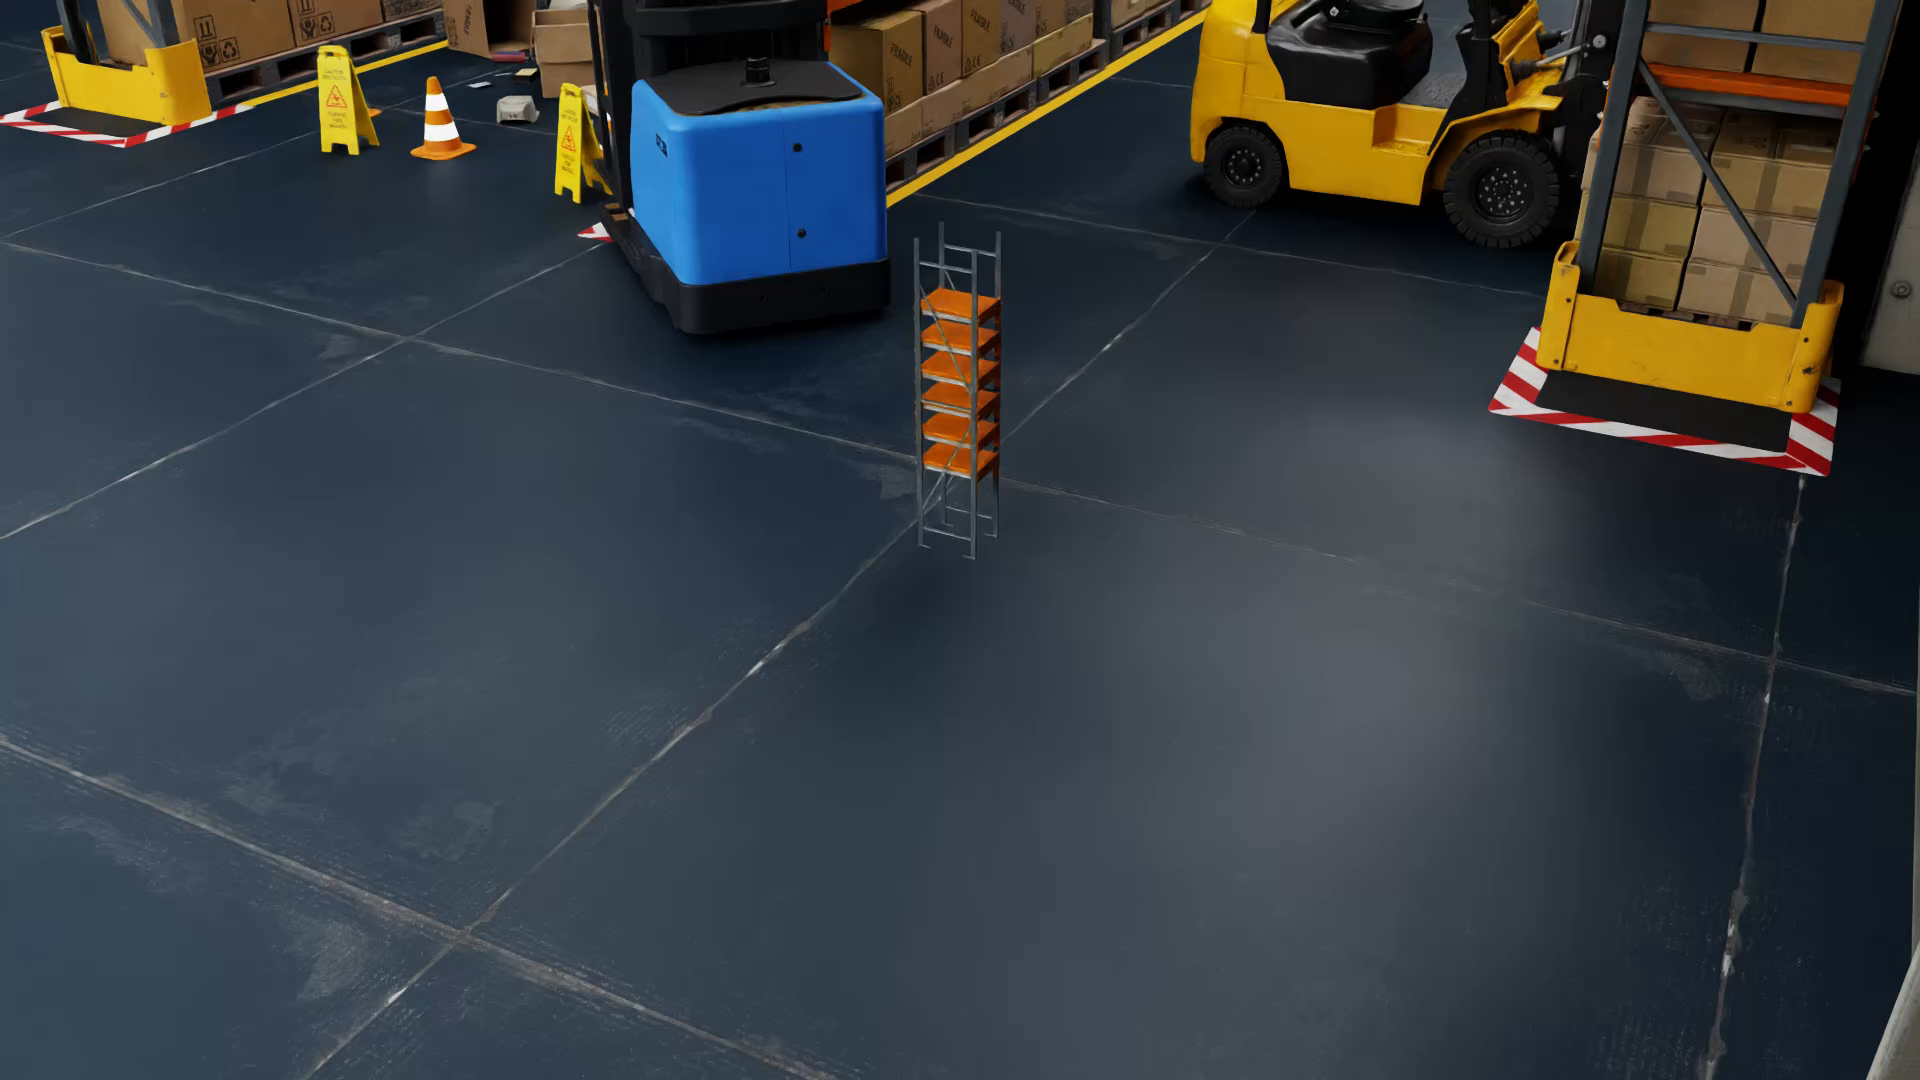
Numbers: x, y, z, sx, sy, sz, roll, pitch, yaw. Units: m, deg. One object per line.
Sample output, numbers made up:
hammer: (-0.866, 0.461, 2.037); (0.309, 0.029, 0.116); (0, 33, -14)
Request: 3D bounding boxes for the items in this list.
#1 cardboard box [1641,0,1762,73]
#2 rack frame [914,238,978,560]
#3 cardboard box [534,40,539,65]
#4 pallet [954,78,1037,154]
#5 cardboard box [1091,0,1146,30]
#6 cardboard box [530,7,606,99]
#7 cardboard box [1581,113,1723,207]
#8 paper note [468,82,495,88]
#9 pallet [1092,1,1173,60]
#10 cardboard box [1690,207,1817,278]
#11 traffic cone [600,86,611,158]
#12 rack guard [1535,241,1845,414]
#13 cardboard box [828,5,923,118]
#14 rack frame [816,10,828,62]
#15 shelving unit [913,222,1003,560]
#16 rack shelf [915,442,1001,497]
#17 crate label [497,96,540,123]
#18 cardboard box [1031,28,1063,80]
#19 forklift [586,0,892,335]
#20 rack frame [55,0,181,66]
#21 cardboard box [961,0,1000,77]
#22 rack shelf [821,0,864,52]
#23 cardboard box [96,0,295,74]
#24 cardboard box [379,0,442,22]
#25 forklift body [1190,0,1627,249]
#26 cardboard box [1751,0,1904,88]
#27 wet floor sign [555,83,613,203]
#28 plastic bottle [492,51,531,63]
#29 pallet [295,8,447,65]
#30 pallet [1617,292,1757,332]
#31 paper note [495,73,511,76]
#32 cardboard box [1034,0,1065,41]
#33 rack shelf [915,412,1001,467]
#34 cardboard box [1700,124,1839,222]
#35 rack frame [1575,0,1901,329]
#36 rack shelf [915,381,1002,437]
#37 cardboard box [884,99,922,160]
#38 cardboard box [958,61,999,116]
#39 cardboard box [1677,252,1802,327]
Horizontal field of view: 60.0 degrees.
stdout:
cardboard box: (3.234, -2.377, 7.277); (0.500, 0.500, 0.500); (14, 33, 22)
rack frame: (-0.048, -0.473, 5.869); (0.240, 1.200, 0.006); (14, 33, 23)
cardboard box: (-2.951, -3.666, 12.368); (0.396, 0.266, 0.258); (21, 36, 32)
pallet: (-0.184, -2.896, 11.081); (1.003, 0.211, 1.213); (14, 33, 23)
cardboard box: (0.882, -4.229, 12.820); (0.950, 0.372, 0.625); (15, 33, 24)
cardboard box: (-2.631, -3.451, 11.754); (0.797, 0.503, 0.637); (-7, 31, -11)
cardboard box: (3.176, -1.754, 7.628); (0.500, 0.250, 0.500); (15, 33, 25)
paper note: (-3.423, -3.262, 11.901); (0.142, 0.017, 0.144); (-25, 38, -36)
pallet: (0.999, -4.090, 13.160); (1.003, 0.211, 1.213); (14, 33, 23)
cardboard box: (3.643, -1.424, 7.555); (0.500, 0.250, 0.500); (15, 33, 24)
traffic cone: (-2.129, -2.563, 10.249); (0.336, 0.463, 0.334); (14, 33, 23)
rack guard: (3.233, -0.961, 7.422); (1.175, 0.500, 0.348); (14, 33, 23)
cardboard box: (-0.553, -2.801, 9.701); (0.500, 0.500, 0.500); (13, 32, 22)
rack frame: (-1.177, -3.180, 8.776); (1.000, 3.000, 0.127); (14, 33, 23)
shelving unit: (-0.007, -0.514, 5.940); (0.258, 1.200, 0.189); (14, 33, 23)
rack shelf: (-0.007, -0.267, 6.082); (0.258, 0.103, 0.180); (14, 33, 23)
crate label: (-2.970, -2.886, 11.138); (0.250, 0.136, 0.298); (-1, 30, -3)
cardboard box: (0.382, -3.382, 11.466); (0.500, 0.250, 0.500); (13, 32, 22)
forklift: (-1.353, -2.949, 8.442); (1.130, 2.935, 3.031); (-11, 32, -19)
rack frame: (-5.630, -4.258, 10.653); (1.000, 3.000, 0.127); (14, 33, 23)
cardboard box: (-0.083, -3.254, 10.491); (0.500, 0.500, 0.500); (15, 33, 24)
rack shelf: (-0.266, -3.755, 10.499); (1.077, 0.370, 4.000); (14, 33, 23)
cardboard box: (-5.379, -3.835, 11.628); (0.875, 0.875, 0.875); (14, 33, 24)
cardboard box: (-4.563, -4.629, 13.011); (0.875, 0.875, 0.875); (15, 33, 24)
forklift body: (2.483, -2.942, 9.214); (2.313, 2.155, 1.214); (14, 33, 23)
cardboard box: (3.716, -2.256, 7.066); (0.500, 0.500, 0.500); (15, 33, 25)
wet floor sign: (-2.216, -2.318, 9.638); (0.232, 0.644, 0.267); (-25, 38, -36)
plastic bottle: (-3.361, -3.636, 12.521); (0.283, 0.061, 0.133); (4, 30, 6)
pallet: (-4.778, -3.960, 12.934); (1.003, 0.211, 1.213); (14, 33, 23)
pallet: (3.555, -1.195, 8.119); (1.003, 0.211, 1.213); (14, 33, 23)
paper note: (-3.349, -3.411, 12.179); (0.123, 0.001, 0.032); (-18, 34, -28)
cardboard box: (0.385, -3.719, 11.301); (0.500, 0.500, 0.500); (15, 33, 24)
rack shelf: (-0.007, -0.371, 6.022); (0.258, 0.103, 0.180); (14, 33, 23)
cardboard box: (3.631, -1.649, 7.445); (0.500, 0.250, 0.500); (14, 33, 23)
rack frame: (3.244, -2.056, 6.818); (1.000, 3.000, 0.127); (14, 33, 23)
rack shelf: (-0.007, -0.475, 5.962); (0.258, 0.103, 0.180); (14, 33, 23)
cardboard box: (-0.563, -2.465, 9.870); (0.500, 0.250, 0.500); (14, 33, 23)
cardboard box: (-0.087, -2.934, 10.687); (0.500, 0.250, 0.500); (17, 34, 27)
cardboard box: (3.641, -1.219, 7.700); (0.500, 0.250, 0.500); (14, 33, 23)
